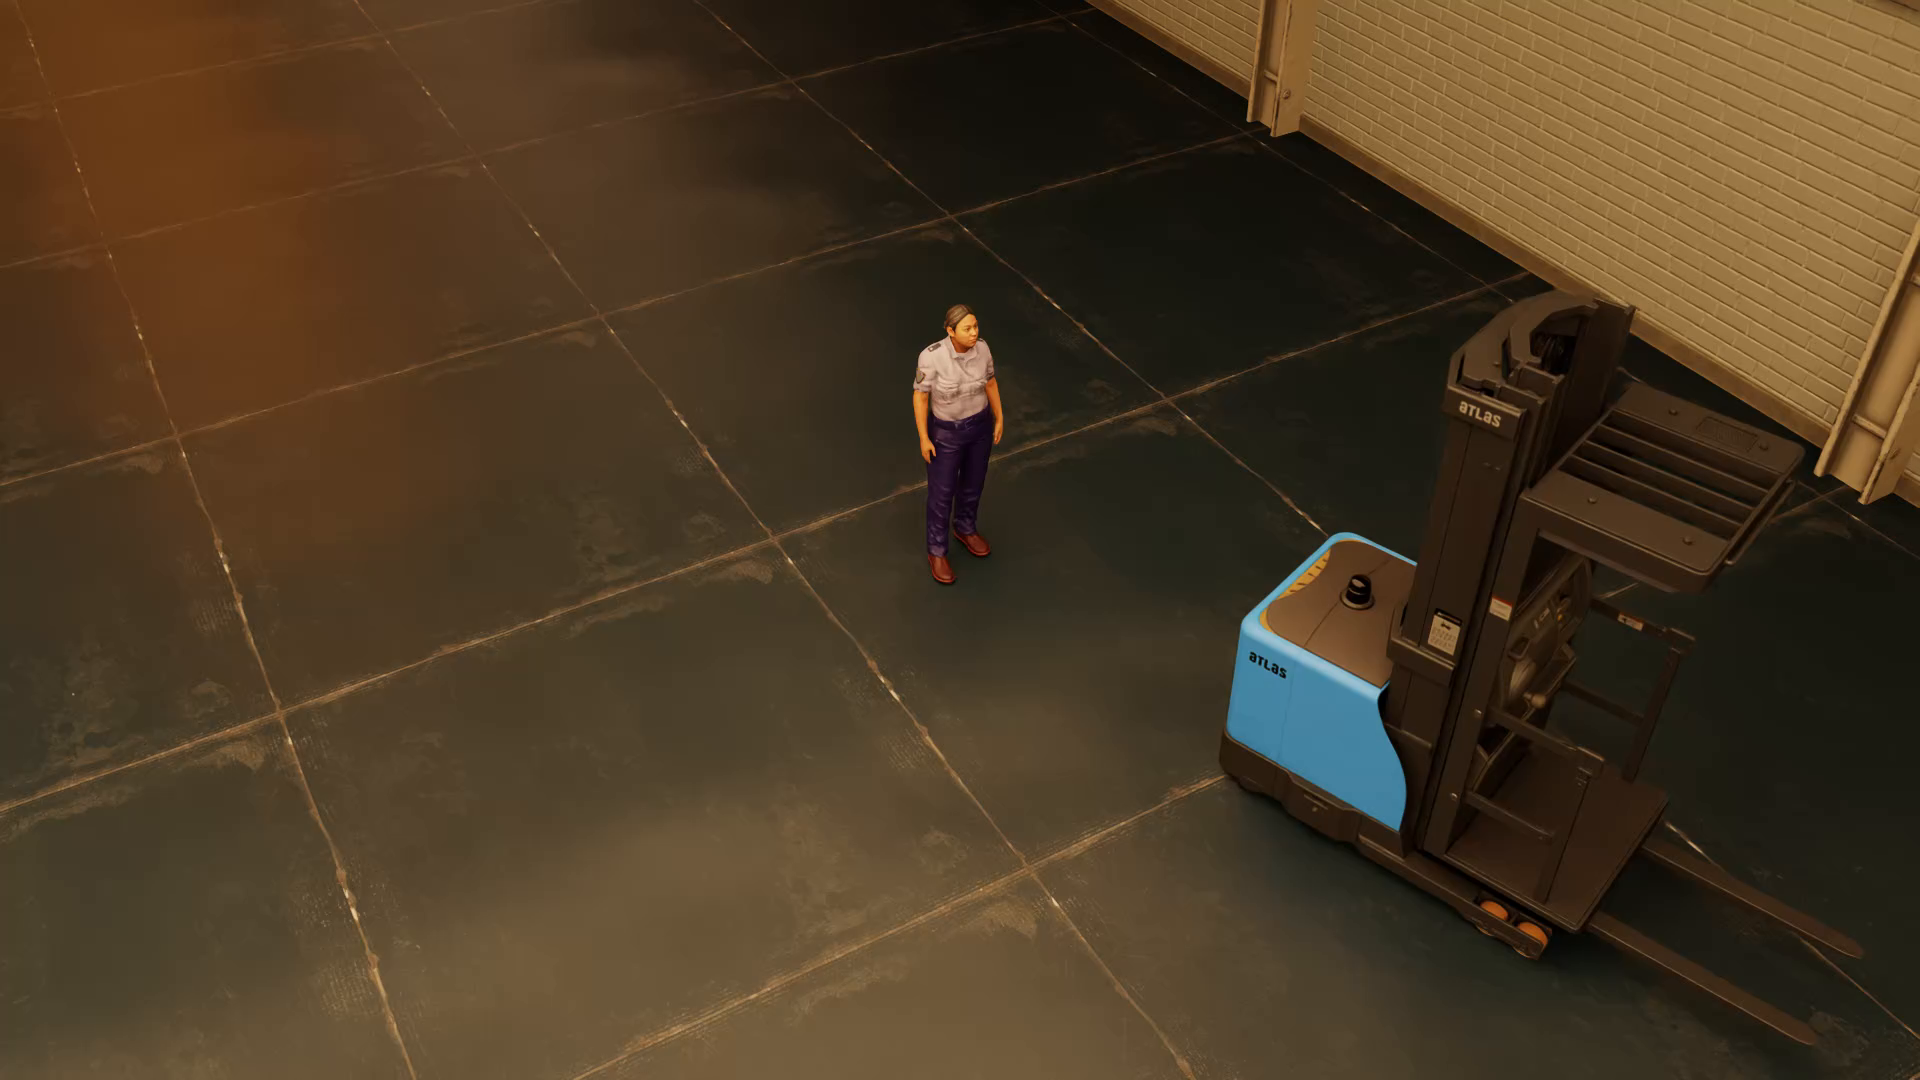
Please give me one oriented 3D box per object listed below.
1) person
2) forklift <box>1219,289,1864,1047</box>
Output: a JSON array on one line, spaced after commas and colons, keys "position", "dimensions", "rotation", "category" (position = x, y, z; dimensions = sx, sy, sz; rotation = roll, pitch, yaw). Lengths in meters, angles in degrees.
[{"position": [0.025, -0.582, 9.732], "dimensions": [0.597, 1.651, 0.502], "rotation": [-20, 44, -23], "category": "person"}, {"position": [2.819, 0.477, 7.461], "dimensions": [3.031, 2.935, 1.130], "rotation": [29, 48, 30], "category": "forklift"}]
